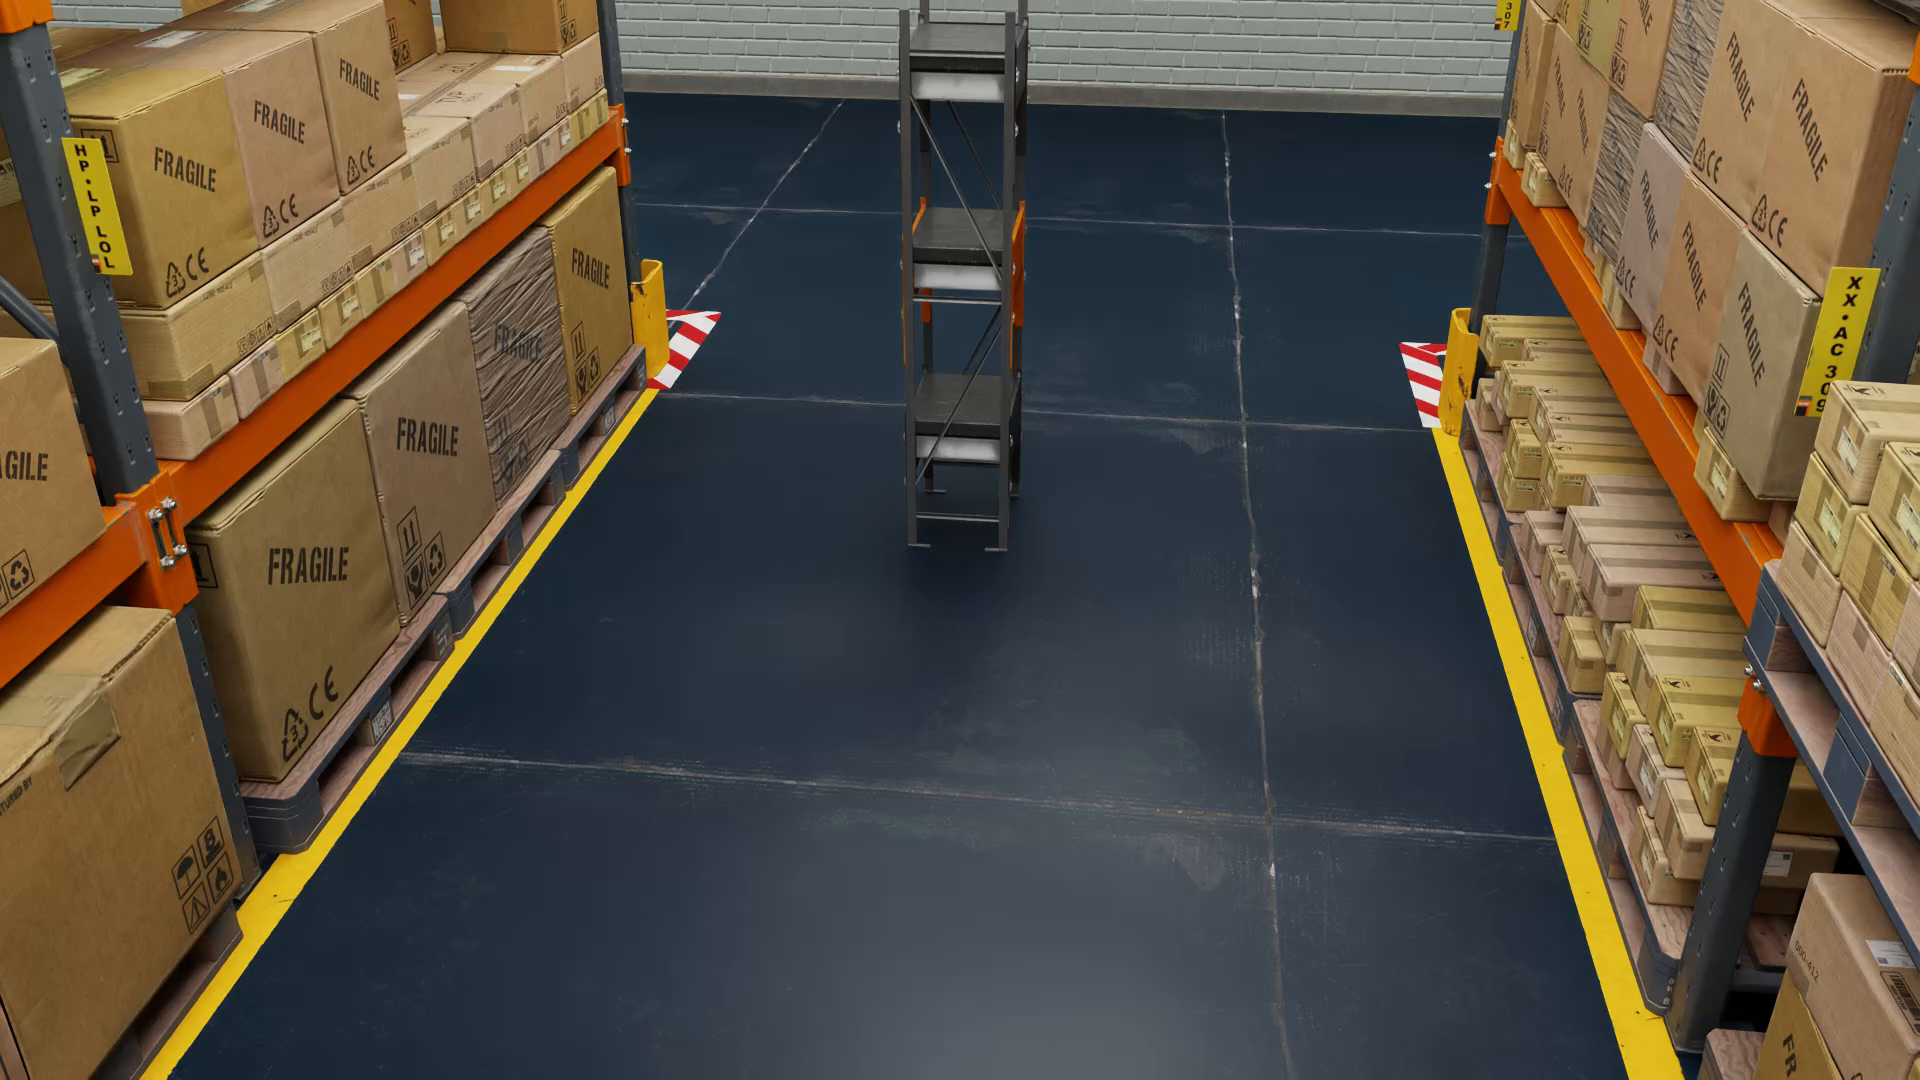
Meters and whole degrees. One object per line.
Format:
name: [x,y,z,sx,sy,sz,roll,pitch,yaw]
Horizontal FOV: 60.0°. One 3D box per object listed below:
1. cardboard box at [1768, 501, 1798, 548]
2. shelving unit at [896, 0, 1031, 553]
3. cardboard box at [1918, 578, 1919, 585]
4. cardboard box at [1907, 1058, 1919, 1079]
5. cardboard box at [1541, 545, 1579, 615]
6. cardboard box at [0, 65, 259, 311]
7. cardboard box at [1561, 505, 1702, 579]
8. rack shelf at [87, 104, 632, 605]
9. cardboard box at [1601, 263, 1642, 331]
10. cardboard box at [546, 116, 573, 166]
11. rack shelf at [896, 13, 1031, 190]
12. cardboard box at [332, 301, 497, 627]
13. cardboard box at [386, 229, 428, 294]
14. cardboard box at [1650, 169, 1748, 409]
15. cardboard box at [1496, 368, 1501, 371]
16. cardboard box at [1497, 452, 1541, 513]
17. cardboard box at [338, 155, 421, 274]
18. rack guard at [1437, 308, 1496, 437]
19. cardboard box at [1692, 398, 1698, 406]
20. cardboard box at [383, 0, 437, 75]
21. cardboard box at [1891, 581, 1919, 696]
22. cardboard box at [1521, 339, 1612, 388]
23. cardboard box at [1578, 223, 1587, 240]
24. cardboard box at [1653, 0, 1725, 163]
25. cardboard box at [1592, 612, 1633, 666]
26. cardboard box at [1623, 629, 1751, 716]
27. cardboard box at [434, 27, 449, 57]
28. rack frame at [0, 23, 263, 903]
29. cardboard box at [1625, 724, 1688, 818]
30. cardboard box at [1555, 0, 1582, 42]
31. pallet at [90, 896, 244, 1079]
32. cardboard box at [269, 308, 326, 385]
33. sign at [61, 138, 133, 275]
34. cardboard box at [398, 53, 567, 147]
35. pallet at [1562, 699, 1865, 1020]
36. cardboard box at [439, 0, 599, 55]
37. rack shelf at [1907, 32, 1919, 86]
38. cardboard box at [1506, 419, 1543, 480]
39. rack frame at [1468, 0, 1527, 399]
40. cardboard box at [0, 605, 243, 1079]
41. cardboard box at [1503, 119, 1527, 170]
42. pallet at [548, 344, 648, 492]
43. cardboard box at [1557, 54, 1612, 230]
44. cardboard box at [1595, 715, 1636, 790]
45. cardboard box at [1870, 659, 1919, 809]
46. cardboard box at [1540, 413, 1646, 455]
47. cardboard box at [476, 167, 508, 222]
cardboard box: [2.150,-0.032,3.912,0.380,0.149,0.250,3,28,6]
shelving unit: [0.020,-1.002,6.397,0.431,2.100,0.503,3,28,6]
cardboard box: [1.781,0.080,2.634,0.380,0.149,0.250,4,29,7]
cardboard box: [1.932,1.174,2.810,0.500,0.250,0.500,4,29,8]
cardboard box: [2.280,0.150,5.873,0.380,0.149,0.250,3,28,6]
cardboard box: [-2.250,-0.936,4.379,0.500,0.500,0.500,3,28,6]
cardboard box: [2.220,0.013,5.499,0.380,0.149,0.250,2,28,4]
rack shelf: [-2.317,-0.955,6.119,1.077,0.370,4.000,3,28,6]
cardboard box: [2.271,-0.772,5.286,0.380,0.149,0.250,4,29,7]
cardboard box: [-1.851,-1.675,6.961,0.380,0.149,0.250,3,29,6]
rack shelf: [0.020,-1.607,6.071,0.431,0.518,0.480,3,28,6]
cardboard box: [-2.292,-0.310,5.959,0.875,0.875,0.875,3,28,6]
cardboard box: [-2.038,-0.950,5.615,0.380,0.149,0.250,4,29,7]
cardboard box: [2.191,-0.658,4.390,0.500,0.500,0.500,3,28,5]
cardboard box: [2.519,-0.707,7.148,0.380,0.149,0.250,5,29,8]
cardboard box: [2.341,-0.220,6.559,0.380,0.149,0.250,4,29,7]
cardboard box: [-2.121,-1.079,5.435,0.500,0.250,0.500,4,29,7]
rack guard: [2.828,-0.741,7.599,1.175,0.500,0.348,3,28,6]
cardboard box: [2.265,-0.399,4.593,0.380,0.149,0.250,3,28,5]
cardboard box: [-2.460,-2.163,6.656,0.500,0.500,0.500,3,28,5]
cardboard box: [1.782,0.202,2.720,0.380,0.149,0.250,4,29,7]
cardboard box: [2.522,-0.706,6.833,0.380,0.149,0.250,4,29,7]
cardboard box: [2.443,-1.131,5.952,0.380,0.149,0.250,3,28,6]
cardboard box: [2.272,-1.330,4.584,0.500,0.500,0.500,4,29,8]
cardboard box: [2.247,0.289,5.300,0.380,0.149,0.250,4,29,7]
cardboard box: [2.148,0.391,4.798,0.380,0.149,0.250,3,28,6]
cardboard box: [-2.399,-2.068,7.270,0.500,0.250,0.500,3,28,5]
rack frame: [-2.562,-0.330,4.201,1.000,3.000,0.127,3,28,6]
cardboard box: [2.092,0.650,4.631,0.380,0.149,0.250,2,28,4]
cardboard box: [2.464,-2.059,5.936,0.500,0.500,0.500,4,29,8]
pallet: [-2.582,1.265,4.180,1.003,0.211,1.213,3,28,6]
cardboard box: [-2.132,-0.587,4.943,0.380,0.149,0.250,4,29,8]
sign: [-2.023,-0.778,3.895,0.100,0.325,0.005,3,28,6]
cardboard box: [-1.931,-1.796,6.765,0.500,0.250,0.500,3,28,5]
pallet: [2.395,0.915,4.829,1.003,0.211,1.213,3,28,6]
cardboard box: [-1.871,-2.364,7.029,0.500,0.500,0.500,4,29,7]
rack shelf: [2.593,-1.940,4.784,1.077,0.370,4.000,3,28,6]
cardboard box: [2.348,-0.346,6.479,0.380,0.149,0.250,4,29,8]
rack frame: [2.838,-1.877,7.072,1.000,3.000,0.127,3,28,6]
cardboard box: [-2.621,0.723,4.044,1.225,0.875,0.875,3,29,6]
cardboard box: [2.473,-1.633,6.884,0.380,0.149,0.250,3,28,6]
pallet: [-2.093,-0.605,7.650,1.003,0.211,1.213,3,28,6]
cardboard box: [2.396,-1.374,5.719,0.500,0.500,0.500,4,29,7]
cardboard box: [2.141,0.626,4.989,0.380,0.149,0.250,2,28,5]
cardboard box: [1.780,0.338,2.782,0.380,0.149,0.250,4,29,7]
cardboard box: [2.372,-0.343,6.160,0.380,0.149,0.250,4,29,8]
cardboard box: [-1.944,-1.313,6.289,0.380,0.149,0.250,3,29,6]
